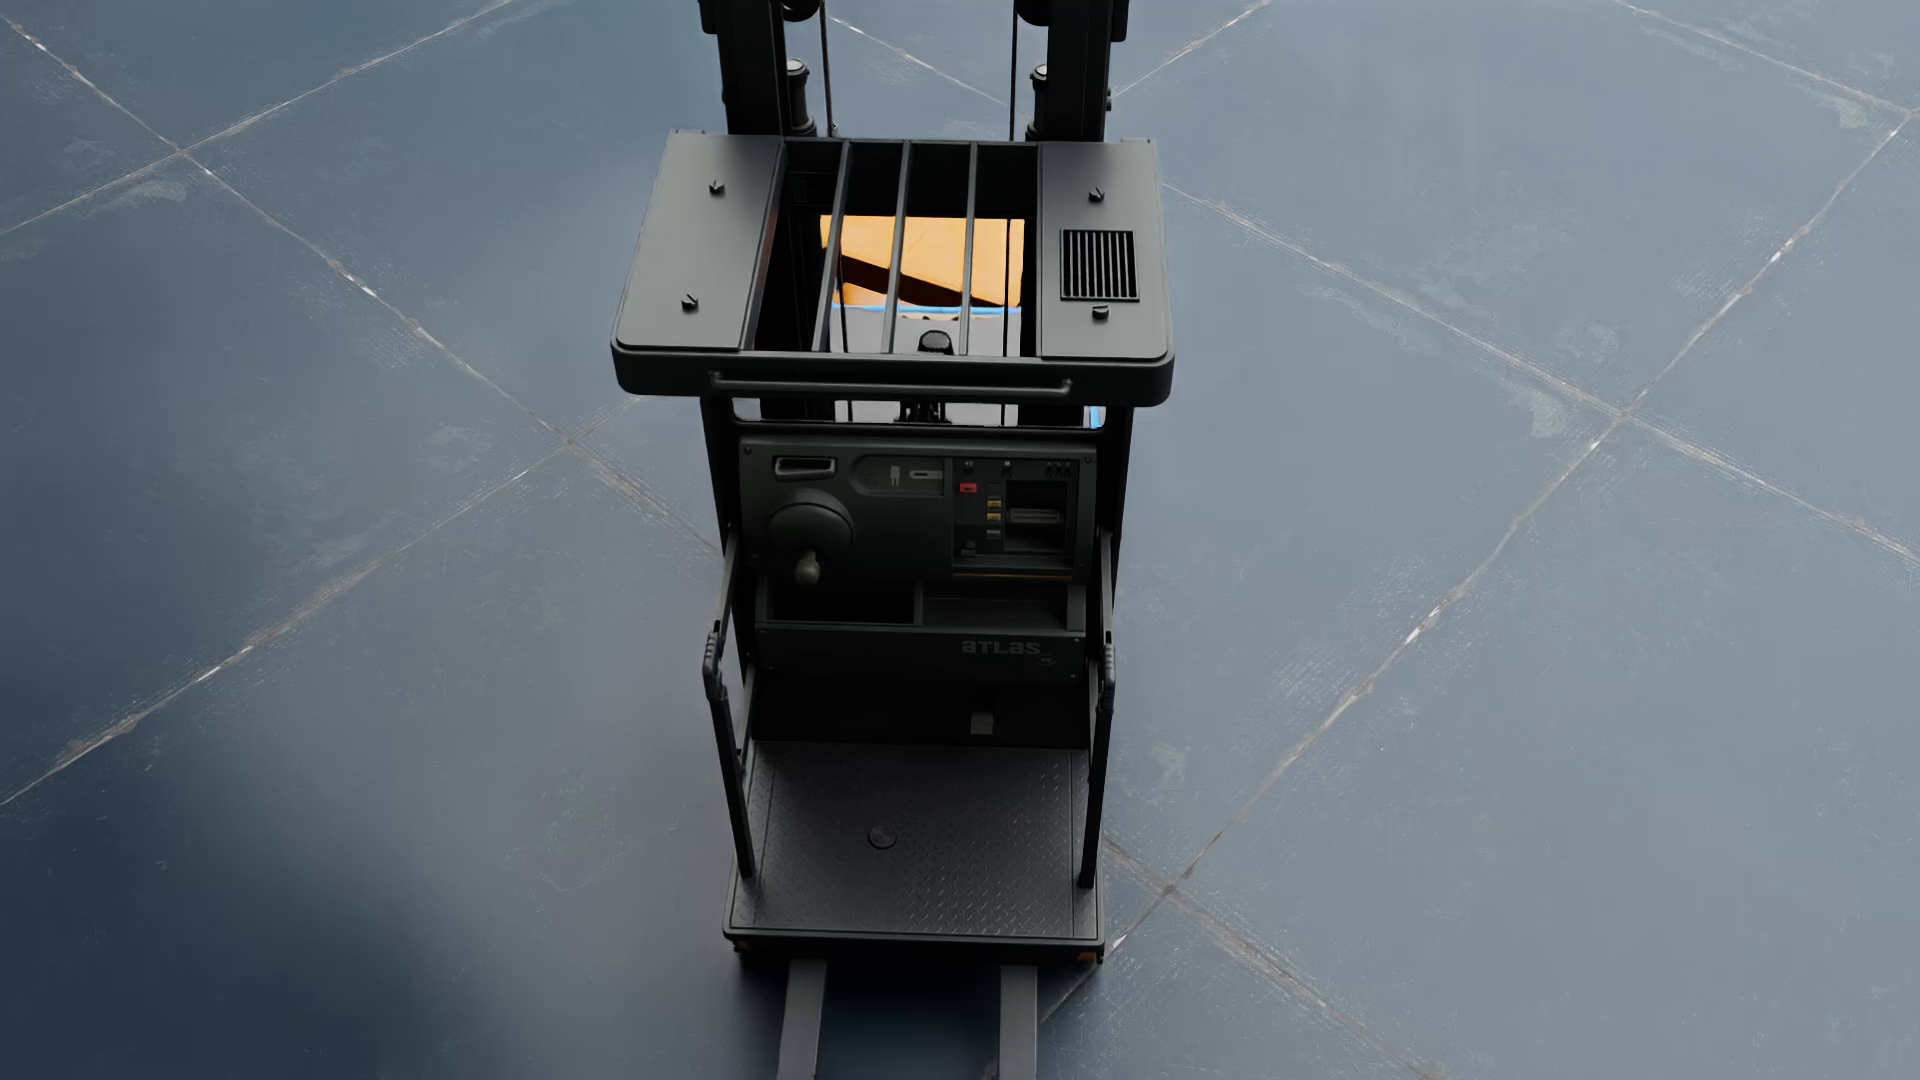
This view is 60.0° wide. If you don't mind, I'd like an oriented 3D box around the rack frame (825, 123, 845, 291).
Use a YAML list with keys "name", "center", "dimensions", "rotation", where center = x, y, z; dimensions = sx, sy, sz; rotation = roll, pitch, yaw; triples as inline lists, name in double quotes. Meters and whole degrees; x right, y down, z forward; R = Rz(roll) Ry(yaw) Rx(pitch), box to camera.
- name: "rack frame"
  center: [-0.578, -0.993, 6.411]
  dimensions: [0.032, 1.125, 0.500]
  rotation: [20, 50, 18]

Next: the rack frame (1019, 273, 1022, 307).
- name: "rack frame"
  center: [0.328, -0.656, 6.094]
  dimensions: [0.032, 1.125, 0.500]
  rotation: [20, 50, 18]

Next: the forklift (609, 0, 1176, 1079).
- name: "forklift"
  center: [-0.117, 0.025, 4.216]
  dimensions: [1.130, 2.935, 3.031]
  rotation: [2, 47, 1]

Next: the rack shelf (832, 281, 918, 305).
- name: "rack shelf"
  center: [-0.125, -0.657, 6.431]
  dimensions: [1.000, 0.278, 0.538]
  rotation: [20, 50, 18]

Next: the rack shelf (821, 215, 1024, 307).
- name: "rack shelf"
  center: [-0.125, -1.025, 6.039]
  dimensions: [1.000, 0.278, 0.538]
  rotation: [20, 50, 18]

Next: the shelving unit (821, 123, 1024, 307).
- name: "shelving unit"
  center: [-0.125, -0.825, 6.253]
  dimensions: [1.048, 1.125, 0.538]
  rotation: [20, 50, 18]
